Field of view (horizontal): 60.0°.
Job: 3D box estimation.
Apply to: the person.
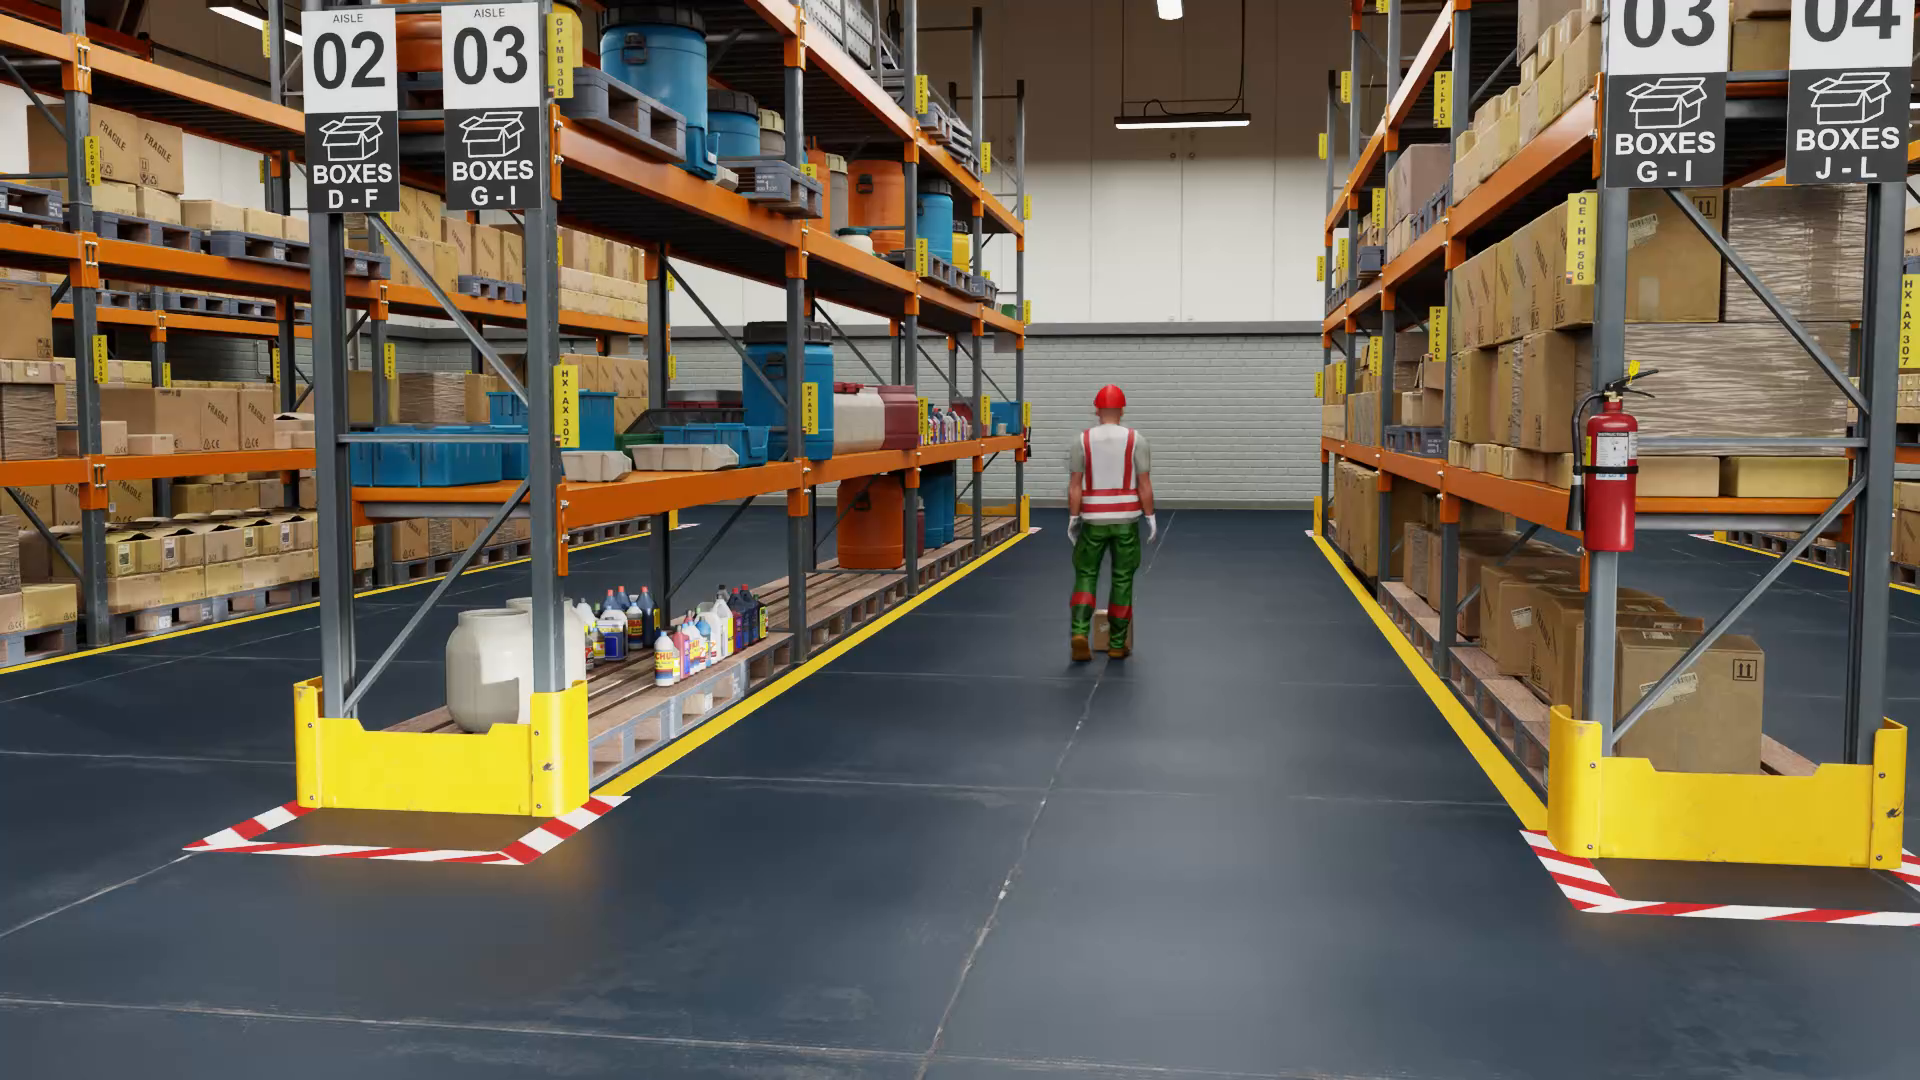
[{"bbox_3d":[0.994,-0.112,10.872,0.577,1.805,0.563,1,4,8],"label":"person"}]
